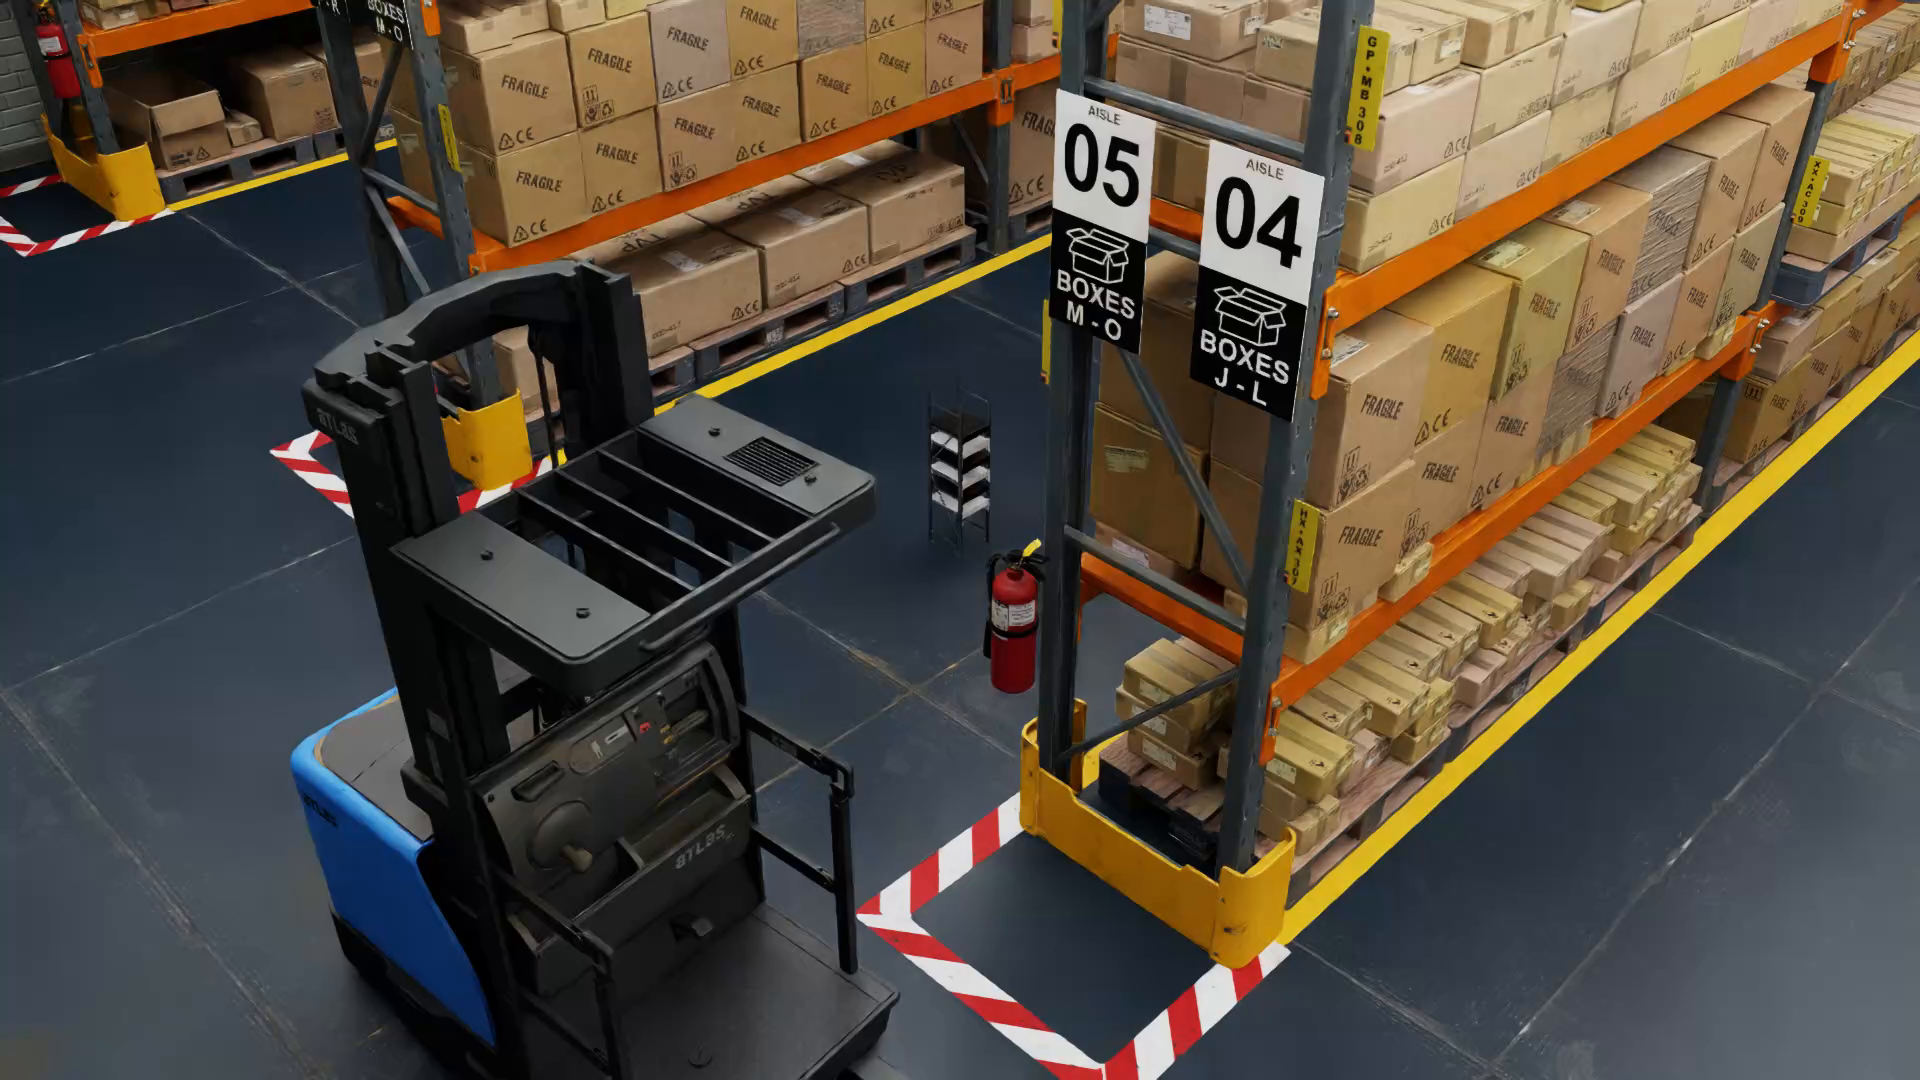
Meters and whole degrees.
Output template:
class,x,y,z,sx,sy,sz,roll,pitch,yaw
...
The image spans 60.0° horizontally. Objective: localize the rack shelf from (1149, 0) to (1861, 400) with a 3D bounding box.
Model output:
class,x,y,z,sx,sy,sz,roll,pitch,yaw
rack shelf,2.115,-1.590,6.405,1.077,0.370,4.000,30,45,35

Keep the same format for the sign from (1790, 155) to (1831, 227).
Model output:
class,x,y,z,sx,sy,sz,roll,pitch,yaw
sign,3.914,-1.606,7.664,0.100,0.325,0.005,30,45,35

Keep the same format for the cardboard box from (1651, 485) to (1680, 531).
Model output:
class,x,y,z,sx,sy,sz,roll,pitch,yaw
cardboard box,3.346,-0.220,8.300,0.380,0.149,0.250,27,43,33

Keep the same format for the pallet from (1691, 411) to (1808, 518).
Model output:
class,x,y,z,sx,sy,sz,roll,pitch,yaw
pallet,4.071,-0.639,9.473,1.003,0.211,1.213,30,45,35

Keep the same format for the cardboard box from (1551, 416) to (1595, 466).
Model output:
class,x,y,z,sx,sy,sz,roll,pitch,yaw
cardboard box,2.438,-0.489,7.040,0.250,0.149,0.380,-29,44,-35

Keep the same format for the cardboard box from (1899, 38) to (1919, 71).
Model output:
class,x,y,z,sx,sy,sz,roll,pitch,yaw
cardboard box,5.484,-2.945,9.934,0.380,0.149,0.250,28,44,34

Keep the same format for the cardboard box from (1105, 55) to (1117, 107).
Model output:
class,x,y,z,sx,sy,sz,roll,pitch,yaw
cardboard box,0.951,-3.375,12.448,0.875,0.875,0.875,-29,44,-34

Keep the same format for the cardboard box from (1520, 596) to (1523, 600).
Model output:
class,x,y,z,sx,sy,sz,roll,pitch,yaw
cardboard box,2.336,0.261,7.609,0.250,0.149,0.380,-28,43,-34

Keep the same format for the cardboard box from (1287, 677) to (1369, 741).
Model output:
class,x,y,z,sx,sy,sz,roll,pitch,yaw
cardboard box,1.425,0.674,6.757,0.250,0.149,0.380,-29,44,-35

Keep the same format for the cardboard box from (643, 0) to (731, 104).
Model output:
class,x,y,z,sx,sy,sz,roll,pitch,yaw
cardboard box,-1.622,-2.752,9.104,0.500,0.500,0.500,29,44,35

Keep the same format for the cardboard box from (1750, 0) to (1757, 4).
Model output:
class,x,y,z,sx,sy,sz,roll,pitch,yaw
cardboard box,3.004,-2.344,6.551,0.500,0.250,0.500,28,43,34

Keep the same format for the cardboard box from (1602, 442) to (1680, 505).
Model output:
class,x,y,z,sx,sy,sz,roll,pitch,yaw
cardboard box,3.306,-0.344,8.217,0.250,0.149,0.380,-29,44,-35

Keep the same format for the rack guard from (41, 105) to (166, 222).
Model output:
class,x,y,z,sx,sy,sz,roll,pitch,yaw
rack guard,-6.350,-2.801,12.320,1.175,0.500,0.348,30,45,35

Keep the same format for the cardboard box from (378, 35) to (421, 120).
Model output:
class,x,y,z,sx,sy,sz,roll,pitch,yaw
cardboard box,-2.707,-2.539,8.798,0.500,0.500,0.500,-28,44,-34

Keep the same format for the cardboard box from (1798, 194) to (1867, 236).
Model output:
class,x,y,z,sx,sy,sz,roll,pitch,yaw
cardboard box,4.128,-1.632,8.051,0.250,0.149,0.380,-29,44,-35

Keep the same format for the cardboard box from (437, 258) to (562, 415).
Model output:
class,x,y,z,sx,sy,sz,roll,pitch,yaw
cardboard box,-2.484,-1.226,9.749,0.875,0.438,0.875,28,44,34

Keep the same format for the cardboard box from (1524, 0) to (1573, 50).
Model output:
class,x,y,z,sx,sy,sz,roll,pitch,yaw
cardboard box,1.703,-1.695,5.272,0.250,0.149,0.380,-29,44,-35

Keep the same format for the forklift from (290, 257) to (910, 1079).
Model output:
class,x,y,z,sx,sy,sz,roll,pitch,yaw
forklift,-0.917,0.740,5.118,3.031,2.935,1.130,26,42,32

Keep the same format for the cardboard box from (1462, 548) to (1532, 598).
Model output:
class,x,y,z,sx,sy,sz,roll,pitch,yaw
cardboard box,2.338,0.152,7.506,0.380,0.149,0.250,30,45,35

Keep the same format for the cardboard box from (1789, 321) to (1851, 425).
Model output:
class,x,y,z,sx,sy,sz,roll,pitch,yaw
cardboard box,4.604,-1.022,9.402,0.500,0.500,0.500,-28,43,-34

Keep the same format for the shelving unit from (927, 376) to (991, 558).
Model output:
class,x,y,z,sx,sy,sz,roll,pitch,yaw
shelving unit,-0.006,-0.366,8.479,0.258,0.900,0.210,30,45,35

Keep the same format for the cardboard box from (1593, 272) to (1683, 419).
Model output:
class,x,y,z,sx,sy,sz,roll,pitch,yaw
cardboard box,2.666,-0.907,7.072,0.500,0.500,0.500,29,44,35

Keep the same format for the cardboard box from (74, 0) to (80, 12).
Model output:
class,x,y,z,sx,sy,sz,roll,pitch,yaw
cardboard box,-6.360,-3.935,11.981,0.380,0.149,0.250,29,44,35

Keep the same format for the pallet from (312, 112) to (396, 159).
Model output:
class,x,y,z,sx,sy,sz,roll,pitch,yaw
pallet,-4.929,-3.499,13.574,1.003,0.211,1.213,30,45,35

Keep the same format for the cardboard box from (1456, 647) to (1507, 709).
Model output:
class,x,y,z,sx,sy,sz,roll,pitch,yaw
cardboard box,2.206,0.560,7.440,0.380,0.149,0.250,27,43,33

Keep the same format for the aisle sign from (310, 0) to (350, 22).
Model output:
class,x,y,z,sx,sy,sz,roll,pitch,yaw
aisle sign,-3.149,-2.959,8.088,0.394,0.787,0.004,30,45,35

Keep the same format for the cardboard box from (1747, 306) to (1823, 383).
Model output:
class,x,y,z,sx,sy,sz,roll,pitch,yaw
cardboard box,4.232,-1.114,8.879,0.500,0.250,0.500,27,43,33

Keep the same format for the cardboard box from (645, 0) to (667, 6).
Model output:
class,x,y,z,sx,sy,sz,roll,pitch,yaw
cardboard box,-1.713,-2.983,8.867,0.250,0.149,0.380,-29,44,-35

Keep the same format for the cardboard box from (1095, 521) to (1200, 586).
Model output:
class,x,y,z,sx,sy,sz,roll,pitch,yaw
cardboard box,0.735,0.014,6.318,0.380,0.149,0.250,30,45,35

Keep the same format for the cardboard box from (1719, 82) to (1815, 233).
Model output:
class,x,y,z,sx,sy,sz,roll,pitch,yaw
cardboard box,3.385,-1.740,7.391,0.500,0.500,0.500,28,44,34

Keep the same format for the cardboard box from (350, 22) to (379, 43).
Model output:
class,x,y,z,sx,sy,sz,roll,pitch,yaw
cardboard box,-4.544,-3.905,13.536,0.700,0.500,0.500,28,43,34

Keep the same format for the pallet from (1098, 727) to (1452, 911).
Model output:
class,x,y,z,sx,sy,sz,roll,pitch,yaw
pallet,1.357,0.955,7.187,1.003,0.211,1.213,30,45,35

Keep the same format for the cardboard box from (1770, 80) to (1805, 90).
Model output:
class,x,y,z,sx,sy,sz,roll,pitch,yaw
cardboard box,4.225,-2.341,8.808,0.380,0.149,0.250,29,44,35

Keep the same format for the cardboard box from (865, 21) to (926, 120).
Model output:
class,x,y,z,sx,sy,sz,roll,pitch,yaw
cardboard box,-0.564,-2.959,10.274,0.500,0.500,0.500,28,44,34

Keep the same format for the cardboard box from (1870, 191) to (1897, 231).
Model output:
class,x,y,z,sx,sy,sz,roll,pitch,yaw
cardboard box,4.498,-1.725,8.444,0.250,0.149,0.380,-30,45,-35

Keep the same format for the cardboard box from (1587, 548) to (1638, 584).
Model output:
class,x,y,z,sx,sy,sz,roll,pitch,yaw
cardboard box,3.107,0.032,8.197,0.380,0.149,0.250,28,44,34

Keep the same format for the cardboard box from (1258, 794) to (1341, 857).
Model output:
class,x,y,z,sx,sy,sz,roll,pitch,yaw
cardboard box,1.302,1.071,6.708,0.250,0.149,0.380,-29,44,-35

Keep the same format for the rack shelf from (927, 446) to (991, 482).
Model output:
class,x,y,z,sx,sy,sz,roll,pitch,yaw
rack shelf,-0.006,-0.412,8.446,0.258,0.077,0.200,30,45,35

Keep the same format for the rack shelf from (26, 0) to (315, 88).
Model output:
class,x,y,z,sx,sy,sz,roll,pitch,yaw
rack shelf,-4.994,-4.312,12.931,1.077,0.370,4.000,30,45,35

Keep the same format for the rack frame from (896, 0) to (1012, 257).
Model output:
class,x,y,z,sx,sy,sz,roll,pitch,yaw
rack frame,-0.060,-3.420,11.023,1.000,3.000,0.127,30,45,35

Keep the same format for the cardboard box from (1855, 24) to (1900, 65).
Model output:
class,x,y,z,sx,sy,sz,roll,pitch,yaw
cardboard box,5.139,-2.868,9.563,0.250,0.149,0.380,-28,43,-34

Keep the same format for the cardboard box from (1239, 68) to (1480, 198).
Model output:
class,x,y,z,sx,sy,sz,roll,pitch,yaw
cardboard box,1.206,-1.294,5.046,0.500,0.250,0.500,-29,44,-35

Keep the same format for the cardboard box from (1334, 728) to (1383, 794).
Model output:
class,x,y,z,sx,sy,sz,roll,pitch,yaw
cardboard box,1.490,0.835,6.786,0.380,0.149,0.250,29,44,35

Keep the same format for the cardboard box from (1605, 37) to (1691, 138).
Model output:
class,x,y,z,sx,sy,sz,roll,pitch,yaw
cardboard box,2.303,-1.722,6.097,0.500,0.250,0.500,29,44,35

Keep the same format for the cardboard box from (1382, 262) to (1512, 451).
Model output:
class,x,y,z,sx,sy,sz,roll,pitch,yaw
cardboard box,1.561,-0.698,5.898,0.500,0.500,0.500,-29,44,-34

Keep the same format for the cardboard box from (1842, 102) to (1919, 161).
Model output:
class,x,y,z,sx,sy,sz,roll,pitch,yaw
cardboard box,4.680,-2.073,8.424,0.380,0.149,0.250,29,44,35

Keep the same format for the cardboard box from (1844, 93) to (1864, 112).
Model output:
class,x,y,z,sx,sy,sz,roll,pitch,yaw
cardboard box,4.951,-2.520,9.584,0.250,0.149,0.380,-29,44,-35

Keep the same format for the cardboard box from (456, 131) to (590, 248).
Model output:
class,x,y,z,sx,sy,sz,roll,pitch,yaw
cardboard box,-2.336,-1.917,8.780,0.500,0.500,0.500,29,44,35

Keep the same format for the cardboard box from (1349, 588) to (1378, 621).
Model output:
class,x,y,z,sx,sy,sz,roll,pitch,yaw
cardboard box,1.317,0.141,6.136,0.250,0.149,0.380,-28,44,-34

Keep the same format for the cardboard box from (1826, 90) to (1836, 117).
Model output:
class,x,y,z,sx,sy,sz,roll,pitch,yaw
cardboard box,4.590,-2.435,9.203,0.250,0.149,0.380,-30,45,-35
